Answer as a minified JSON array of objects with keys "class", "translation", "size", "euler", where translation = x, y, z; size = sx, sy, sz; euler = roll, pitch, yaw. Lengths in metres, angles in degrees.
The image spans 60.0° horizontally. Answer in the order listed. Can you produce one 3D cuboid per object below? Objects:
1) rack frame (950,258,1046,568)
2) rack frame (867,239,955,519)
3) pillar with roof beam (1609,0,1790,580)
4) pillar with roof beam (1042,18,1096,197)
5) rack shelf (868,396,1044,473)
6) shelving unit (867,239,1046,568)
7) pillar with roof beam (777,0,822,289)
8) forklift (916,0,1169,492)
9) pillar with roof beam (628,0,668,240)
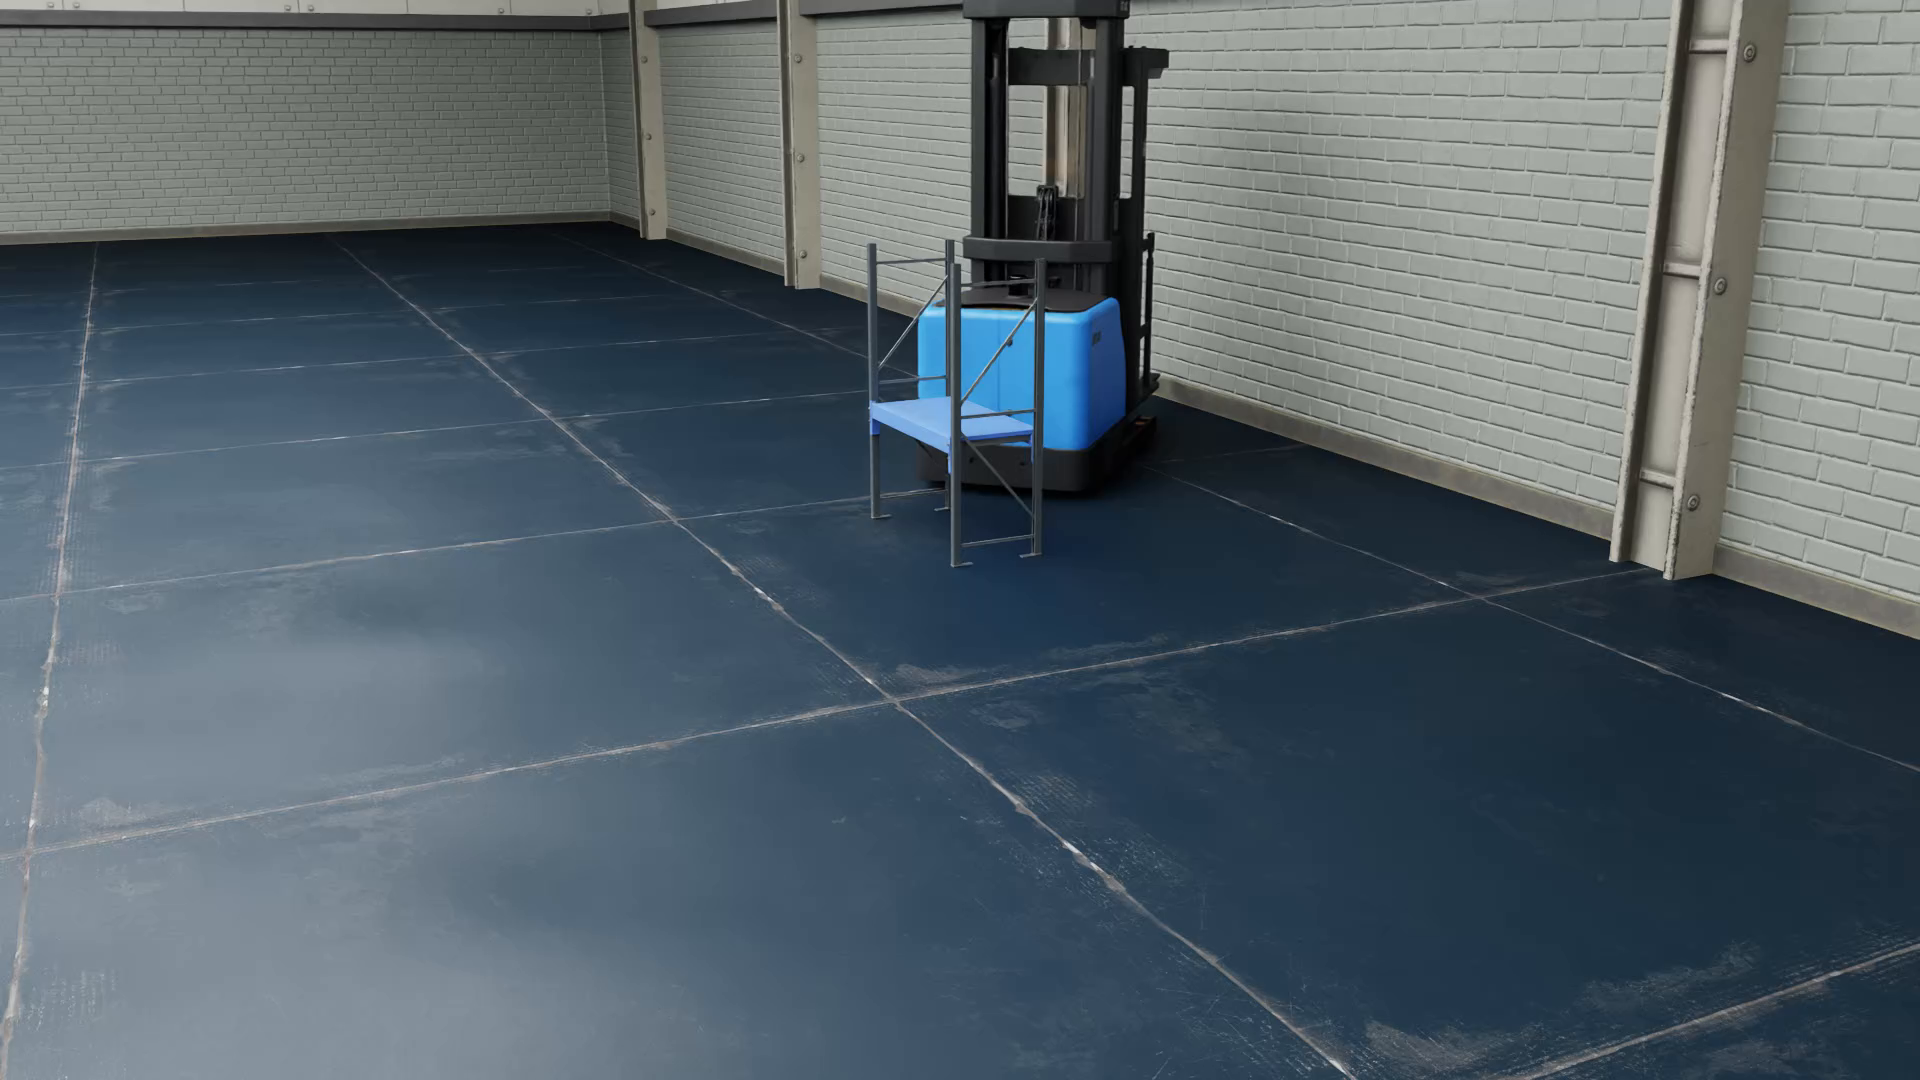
[{"class":"rack frame","translation":[0.185,-0.616,8.178],"size":[0.500,1.500,0.032],"euler":[-8,18,-25]},{"class":"rack frame","translation":[-0.260,-0.868,9.057],"size":[0.500,1.500,0.032],"euler":[-8,18,-25]},{"class":"pillar with roof beam","translation":[-0.367,-3.676,5.247],"size":[9.100,9.000,0.400],"euler":[-8,18,-25]},{"class":"pillar with roof beam","translation":[-2.996,-5.164,10.432],"size":[9.100,9.000,0.400],"euler":[-8,18,-25]},{"class":"rack shelf","translation":[-0.037,-0.569,8.667],"size":[0.538,0.185,1.000],"euler":[-8,18,-25]},{"class":"shelving unit","translation":[-0.037,-0.742,8.617],"size":[0.538,1.500,1.048],"euler":[-8,18,-25]},{"class":"pillar with roof beam","translation":[-5.624,-6.652,15.616],"size":[9.100,9.000,0.400],"euler":[-8,18,-25]},{"class":"forklift","translation":[0.678,-2.048,10.573],"size":[1.130,2.935,3.031],"euler":[5,17,17]},{"class":"pillar with roof beam","translation":[-8.253,-8.140,20.800],"size":[9.100,9.000,0.400],"euler":[-8,18,-25]}]
